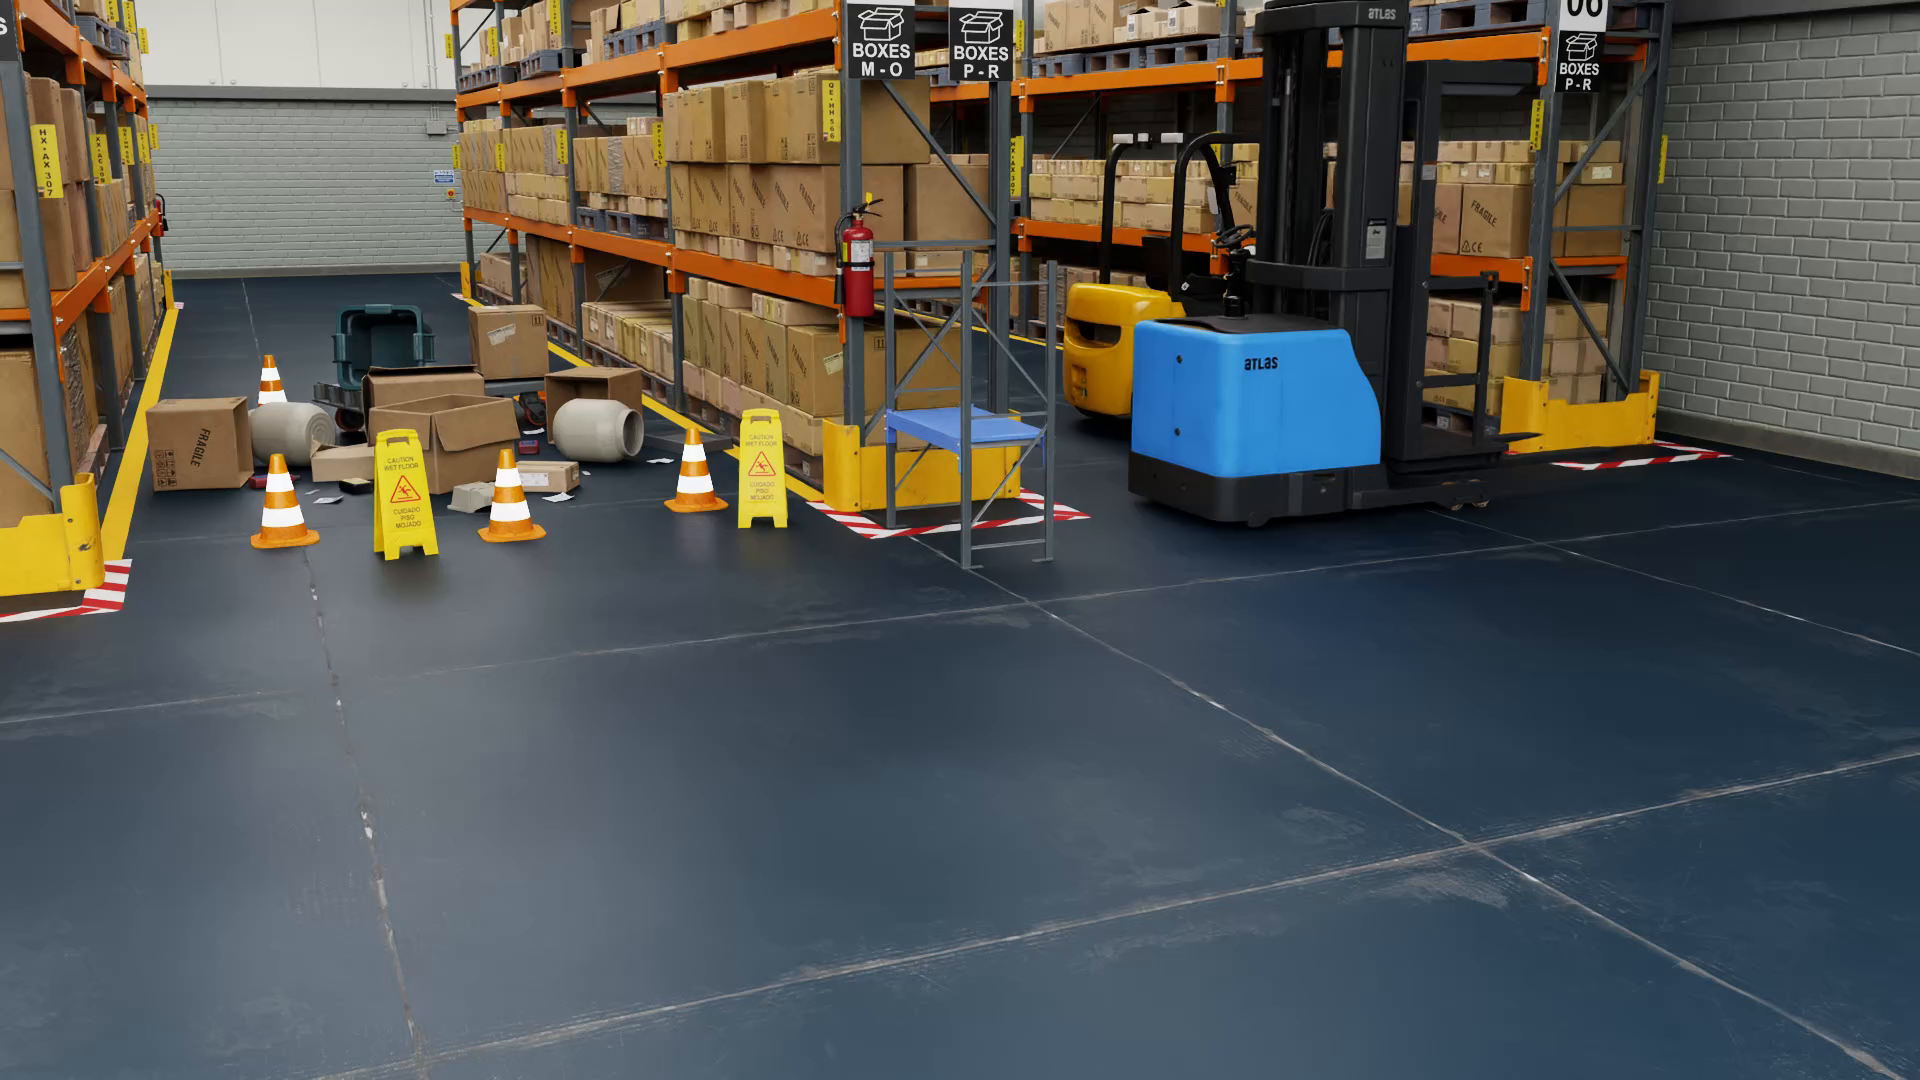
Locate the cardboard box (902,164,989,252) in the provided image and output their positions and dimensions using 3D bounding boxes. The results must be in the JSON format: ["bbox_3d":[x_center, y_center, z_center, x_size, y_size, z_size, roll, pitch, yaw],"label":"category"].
[{"bbox_3d":[-0.125,-2.006,10.004,0.500,0.500,0.500,-6,14,-24],"label":"cardboard box"}]

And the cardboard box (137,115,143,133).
[{"bbox_3d":[-9.844,-4.709,19.467,0.500,0.500,0.500,-5,14,-22],"label":"cardboard box"}]

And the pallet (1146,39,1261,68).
[{"bbox_3d":[2.389,-4.514,15.494,0.805,0.209,1.217,-6,14,-25],"label":"pallet"}]

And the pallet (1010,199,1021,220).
[{"bbox_3d":[0.817,-3.832,19.199,1.213,0.211,1.003,-6,14,-23],"label":"pallet"}]

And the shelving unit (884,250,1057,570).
[{"bbox_3d":[0.034,-0.713,8.625,0.538,1.500,1.048,-6,14,-23],"label":"shelving unit"}]

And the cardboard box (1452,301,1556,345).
[{"bbox_3d":[3.887,-1.558,11.897,0.500,0.250,0.500,-5,14,-21],"label":"cardboard box"}]

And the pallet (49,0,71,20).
[{"bbox_3d":[-5.969,-3.296,10.004,1.003,0.211,1.213,-6,14,-23],"label":"pallet"}]

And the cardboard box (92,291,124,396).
[{"bbox_3d":[-7.001,-1.476,12.654,1.050,0.750,0.750,-6,14,-23],"label":"cardboard box"}]

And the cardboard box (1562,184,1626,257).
[{"bbox_3d":[4.413,-2.315,11.998,0.500,0.500,0.500,-5,14,-21],"label":"cardboard box"}]

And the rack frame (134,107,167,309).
[{"bbox_3d":[-11.094,-4.527,21.778,1.000,3.000,0.127,-6,14,-23],"label":"rack frame"}]

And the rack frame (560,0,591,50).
[{"bbox_3d":[-3.394,-6.265,15.983,1.000,3.000,0.127,-6,14,-23],"label":"rack frame"}]

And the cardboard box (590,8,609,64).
[{"bbox_3d":[-3.024,-4.656,15.460,0.700,0.500,0.500,-6,14,-23],"label":"cardboard box"}]

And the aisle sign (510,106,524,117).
[{"bbox_3d":[-6.344,-6.305,23.692,0.394,0.787,0.004,-6,14,-23],"label":"aisle sign"}]

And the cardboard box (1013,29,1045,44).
[{"bbox_3d":[0.744,-5.563,18.391,0.380,0.149,0.250,-5,14,-21],"label":"cardboard box"}]

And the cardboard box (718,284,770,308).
[{"bbox_3d":[-1.490,-1.723,11.729,0.380,0.149,0.250,-5,14,-20],"label":"cardboard box"}]

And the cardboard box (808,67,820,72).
[{"bbox_3d":[-1.918,-7.000,24.374,0.500,0.250,0.500,-6,14,-23],"label":"cardboard box"}]

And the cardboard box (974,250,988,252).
[{"bbox_3d":[0.217,-3.450,20.298,0.380,0.149,0.250,-6,14,-26],"label":"cardboard box"}]

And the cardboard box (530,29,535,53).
[{"bbox_3d":[-4.267,-5.196,17.381,0.396,0.266,0.258,-6,14,-24],"label":"cardboard box"}]

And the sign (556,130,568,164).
[{"bbox_3d":[-3.901,-3.856,16.309,0.100,0.325,0.005,-6,14,-23],"label":"sign"}]

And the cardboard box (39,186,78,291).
[{"bbox_3d":[-5.224,-1.606,8.824,0.875,0.550,0.550,-6,14,-23],"label":"cardboard box"}]

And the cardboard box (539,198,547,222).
[{"bbox_3d":[-4.241,-3.560,17.932,0.500,0.250,0.500,-6,14,-24],"label":"cardboard box"}]

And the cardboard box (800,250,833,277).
[{"bbox_3d":[-0.739,-1.667,9.979,0.380,0.149,0.250,-6,14,-24],"label":"cardboard box"}]

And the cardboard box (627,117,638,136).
[{"bbox_3d":[-2.603,-3.501,14.093,0.380,0.149,0.250,-6,14,-25],"label":"cardboard box"}]

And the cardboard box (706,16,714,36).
[{"bbox_3d":[-1.574,-3.613,11.732,0.380,0.149,0.250,-5,14,-21],"label":"cardboard box"}]

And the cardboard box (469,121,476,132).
[{"bbox_3d":[-6.419,-5.584,22.467,0.380,0.149,0.250,-6,14,-25],"label":"cardboard box"}]

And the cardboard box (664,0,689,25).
[{"bbox_3d":[-1.866,-3.934,12.234,0.500,0.250,0.500,-6,14,-24],"label":"cardboard box"}]

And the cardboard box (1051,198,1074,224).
[{"bbox_3d":[1.303,-3.500,17.674,0.500,0.250,0.500,-6,14,-24],"label":"cardboard box"}]

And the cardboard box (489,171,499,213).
[{"bbox_3d":[-5.628,-4.396,20.990,0.500,0.500,0.500,-6,14,-24],"label":"cardboard box"}]

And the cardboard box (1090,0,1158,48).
[{"bbox_3d":[1.627,-5.173,16.541,0.500,0.500,0.500,-5,14,-22],"label":"cardboard box"}]

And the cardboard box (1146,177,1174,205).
[{"bbox_3d":[2.111,-3.320,15.784,0.500,0.250,0.500,-6,14,-24],"label":"cardboard box"}]

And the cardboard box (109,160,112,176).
[{"bbox_3d":[-7.899,-3.360,15.043,0.380,0.149,0.250,-6,14,-23],"label":"cardboard box"}]

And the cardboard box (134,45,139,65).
[{"bbox_3d":[-10.267,-5.875,20.174,0.500,0.250,0.500,-5,14,-22],"label":"cardboard box"}]

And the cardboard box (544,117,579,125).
[{"bbox_3d":[-4.885,-5.109,20.416,0.380,0.149,0.250,-6,14,-24],"label":"cardboard box"}]

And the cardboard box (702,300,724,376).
[{"bbox_3d":[-1.578,-1.491,12.161,0.500,0.500,0.500,-5,14,-21],"label":"cardboard box"}]

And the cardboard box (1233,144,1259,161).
[{"bbox_3d":[2.610,-3.382,14.511,0.380,0.149,0.250,-5,14,-22],"label":"cardboard box"}]

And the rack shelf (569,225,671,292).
[{"bbox_3d":[-2.593,-2.579,14.955,1.077,0.370,4.000,-6,14,-23],"label":"rack shelf"}]

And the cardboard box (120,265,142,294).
[{"bbox_3d":[-8.147,-2.496,15.950,0.500,0.250,0.500,-6,14,-24],"label":"cardboard box"}]

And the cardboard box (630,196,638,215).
[{"bbox_3d":[-2.582,-2.838,14.105,0.380,0.149,0.250,-5,14,-22],"label":"cardboard box"}]

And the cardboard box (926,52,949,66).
[{"bbox_3d":[-0.190,-5.848,20.239,0.380,0.149,0.250,-5,14,-22],"label":"cardboard box"}]

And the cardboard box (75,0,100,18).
[{"bbox_3d":[-6.936,-4.304,12.786,0.500,0.500,0.500,-6,14,-23],"label":"cardboard box"}]

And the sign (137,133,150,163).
[{"bbox_3d":[-8.984,-4.316,18.297,0.100,0.325,0.005,-6,14,-23],"label":"sign"}]

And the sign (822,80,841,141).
[{"bbox_3d":[-0.706,-2.362,9.153,0.100,0.325,0.005,-6,14,-23],"label":"sign"}]

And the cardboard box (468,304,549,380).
[{"bbox_3d":[-3.411,-1.500,12.563,0.500,0.500,0.500,-6,14,-23],"label":"cardboard box"}]

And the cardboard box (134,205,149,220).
[{"bbox_3d":[-9.305,-3.667,18.617,0.380,0.149,0.250,-5,14,-21],"label":"cardboard box"}]

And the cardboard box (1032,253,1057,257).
[{"bbox_3d":[0.974,-3.332,19.786,0.380,0.149,0.250,-5,14,-22],"label":"cardboard box"}]

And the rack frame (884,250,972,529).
[{"bbox_3d":[-0.169,-0.818,9.078,0.500,1.500,0.032,-6,14,-23],"label":"rack frame"}]

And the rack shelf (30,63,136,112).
[{"bbox_3d":[-8.690,-4.399,16.165,1.077,0.370,4.000,-6,14,-23],"label":"rack shelf"}]

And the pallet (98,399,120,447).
[{"bbox_3d":[-6.665,-0.842,12.040,1.003,0.211,1.213,-6,14,-23],"label":"pallet"}]

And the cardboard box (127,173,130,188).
[{"bbox_3d":[-9.151,-3.864,17.877,0.380,0.149,0.250,-5,14,-21],"label":"cardboard box"}]

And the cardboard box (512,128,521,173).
[{"bbox_3d":[-4.854,-4.485,19.157,0.500,0.500,0.500,-6,14,-23],"label":"cardboard box"}]

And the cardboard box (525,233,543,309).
[{"bbox_3d":[-4.675,-3.217,19.900,0.875,0.875,0.875,-5,14,-21],"label":"cardboard box"}]

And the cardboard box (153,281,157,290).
[{"bbox_3d":[-9.895,-3.029,20.038,0.380,0.149,0.250,-6,14,-23],"label":"cardboard box"}]

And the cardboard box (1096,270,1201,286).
[{"bbox_3d":[1.929,-2.436,17.077,0.875,0.625,0.625,-6,14,-25],"label":"cardboard box"}]

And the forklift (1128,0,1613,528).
[{"bbox_3d":[2.547,-1.699,9.709,3.031,2.935,1.130,-6,14,-25],"label":"forklift"}]

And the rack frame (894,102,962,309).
[{"bbox_3d":[-0.450,-4.618,22.170,1.000,3.000,0.127,-6,14,-23],"label":"rack frame"}]

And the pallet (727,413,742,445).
[{"bbox_3d":[-0.998,-0.769,11.726,1.003,0.211,1.213,-6,14,-23],"label":"pallet"}]

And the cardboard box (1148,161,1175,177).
[{"bbox_3d":[2.018,-3.530,15.808,0.380,0.149,0.250,-6,14,-25],"label":"cardboard box"}]
